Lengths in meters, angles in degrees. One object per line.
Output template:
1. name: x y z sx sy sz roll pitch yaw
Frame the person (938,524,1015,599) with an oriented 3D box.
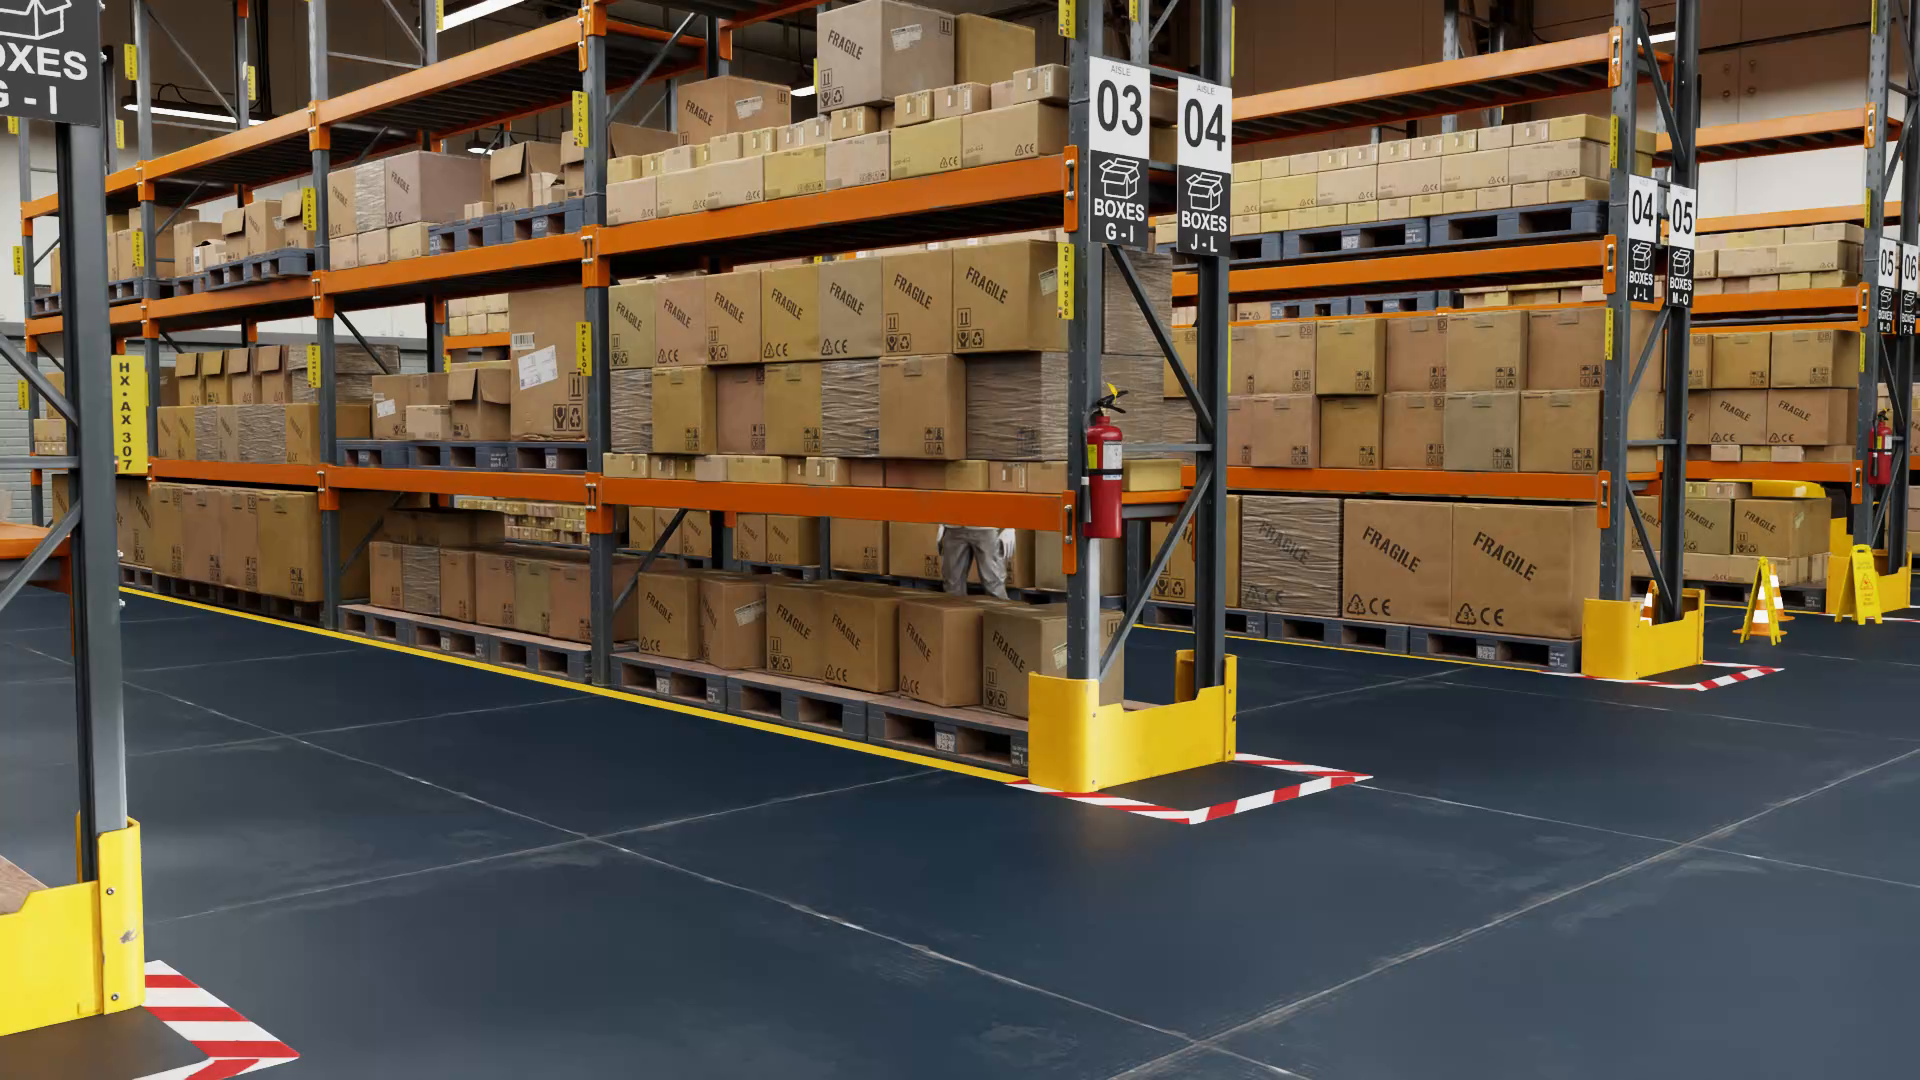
1. person: 0.077 -0.050 11.025 0.597 1.776 0.447 3 5 34
